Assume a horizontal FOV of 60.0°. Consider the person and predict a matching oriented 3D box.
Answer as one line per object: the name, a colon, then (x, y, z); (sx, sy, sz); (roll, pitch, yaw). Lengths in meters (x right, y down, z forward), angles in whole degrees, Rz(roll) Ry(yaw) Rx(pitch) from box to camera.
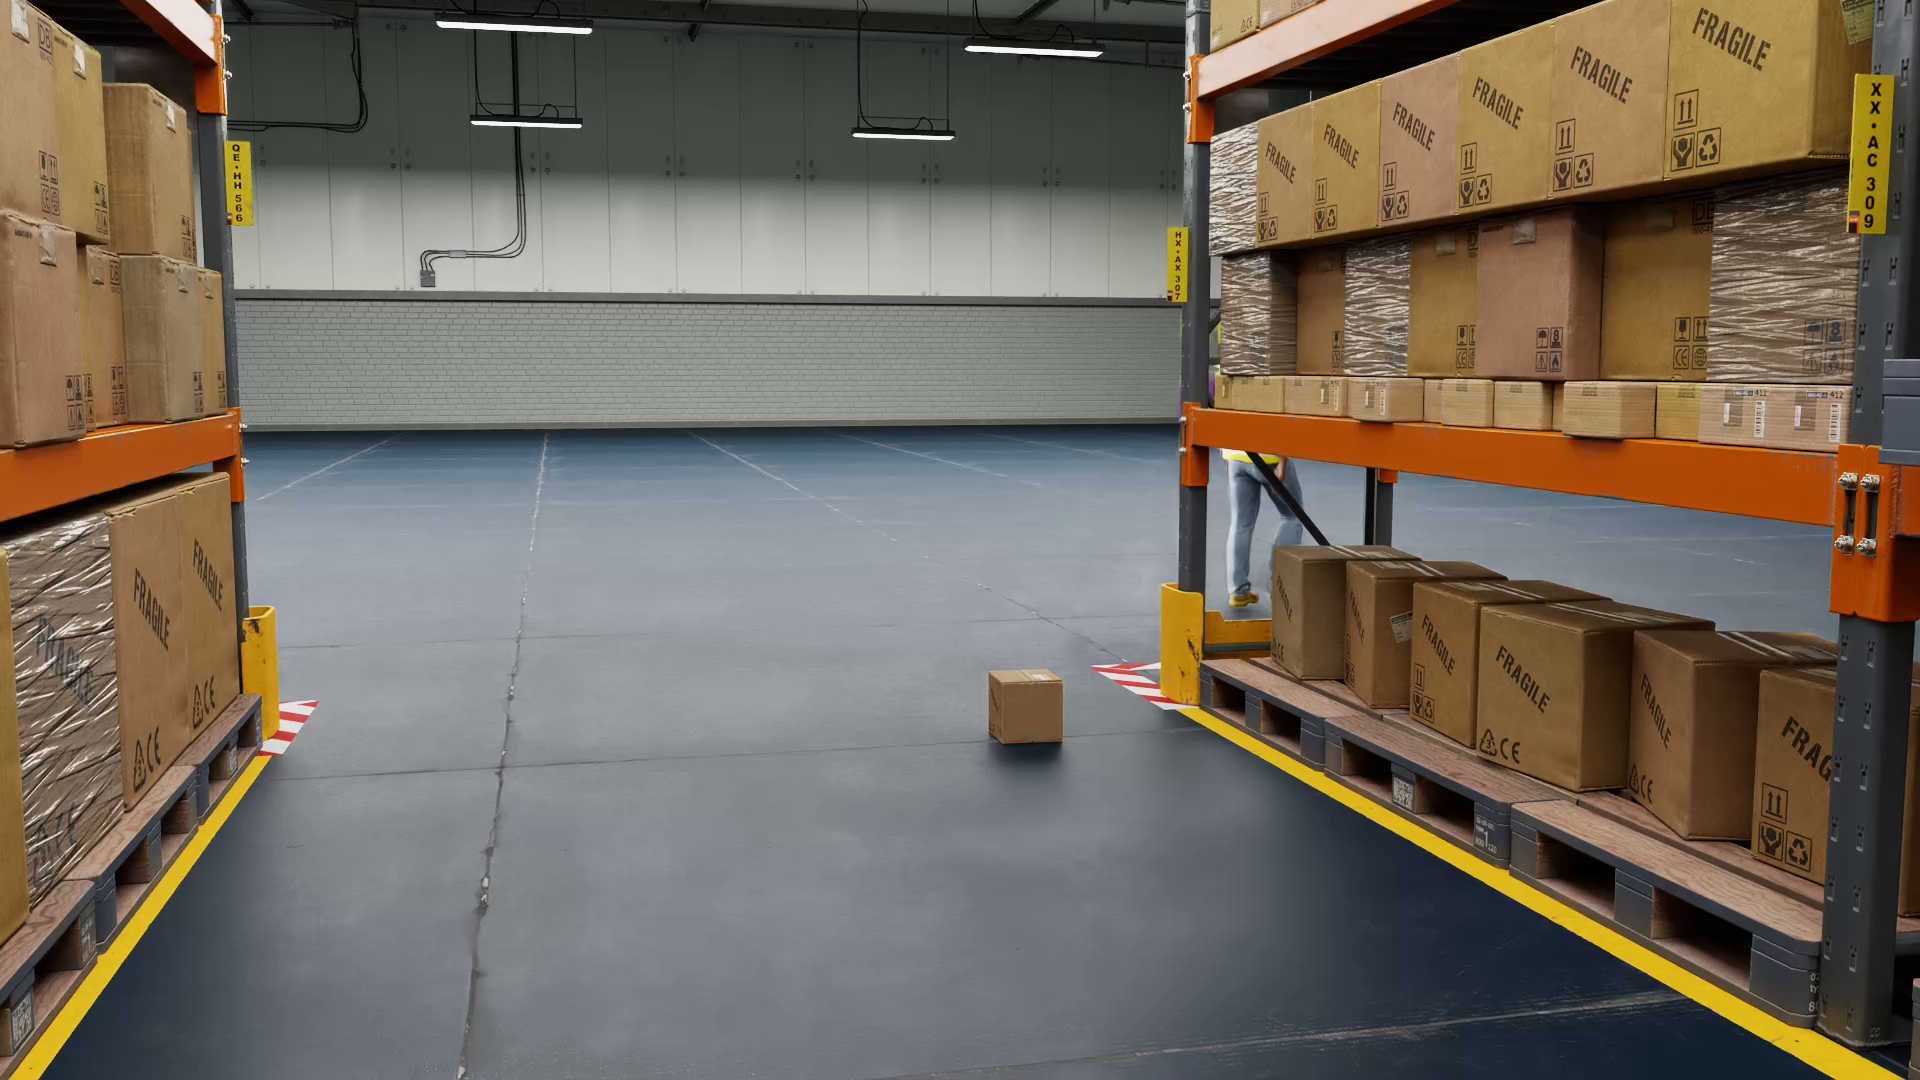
person: (1.829, -0.449, 10.148); (0.571, 1.825, 0.514); (5, 8, 39)
